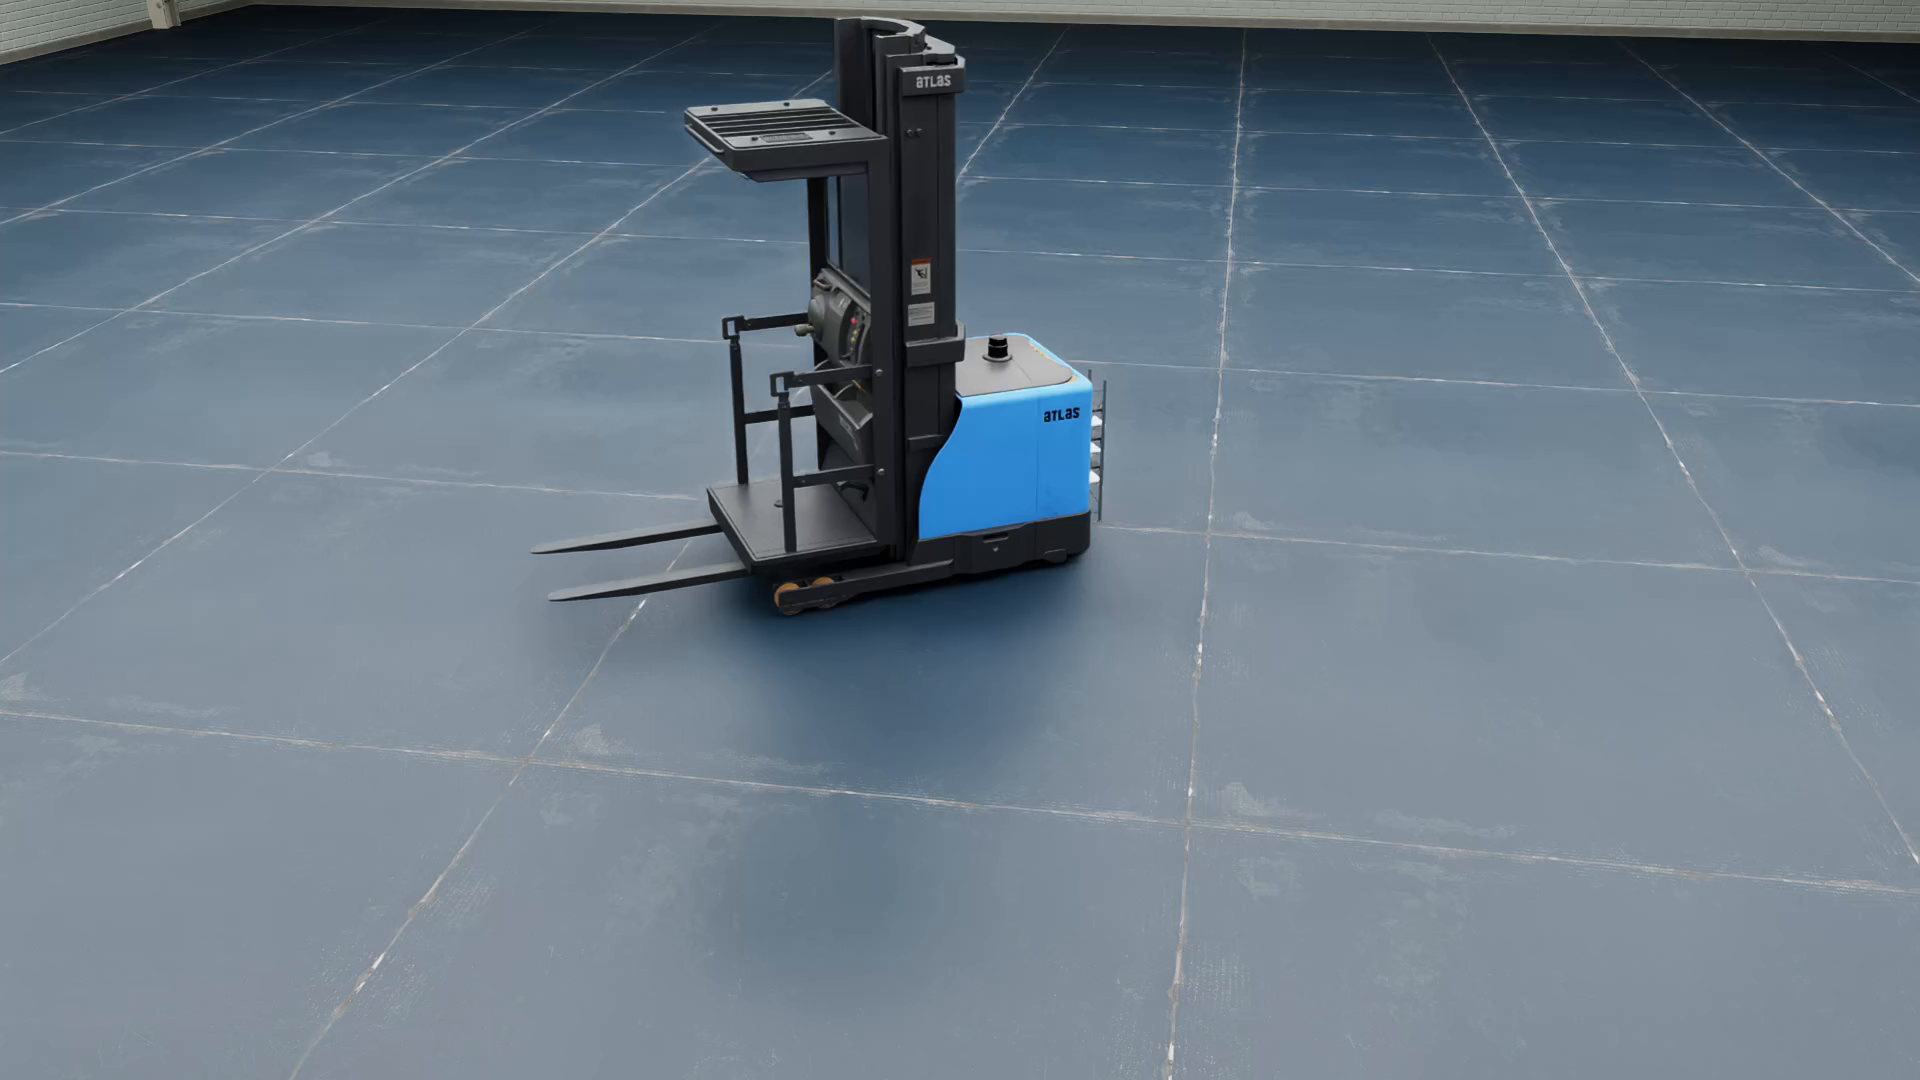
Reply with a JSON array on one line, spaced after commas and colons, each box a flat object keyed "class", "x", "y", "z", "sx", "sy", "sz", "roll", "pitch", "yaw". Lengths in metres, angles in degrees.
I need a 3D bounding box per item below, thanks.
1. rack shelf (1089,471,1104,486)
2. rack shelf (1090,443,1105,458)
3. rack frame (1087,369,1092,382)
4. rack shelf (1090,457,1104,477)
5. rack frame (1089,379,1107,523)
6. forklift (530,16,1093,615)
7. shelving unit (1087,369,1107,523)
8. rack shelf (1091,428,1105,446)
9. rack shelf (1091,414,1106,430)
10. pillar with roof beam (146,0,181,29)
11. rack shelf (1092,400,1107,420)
[{"class": "rack shelf", "x": 0.699, "y": -0.348, "z": 9.935, "sx": 0.258, "sy": 0.077, "sz": 0.200, "roll": -9, "pitch": 27, "yaw": -19}, {"class": "rack shelf", "x": 0.699, "y": -0.511, "z": 9.859, "sx": 0.258, "sy": 0.077, "sz": 0.200, "roll": -9, "pitch": 27, "yaw": -19}, {"class": "rack frame", "x": 0.662, "y": -0.581, "z": 9.930, "sx": 0.240, "sy": 0.900, "sz": 0.006, "roll": -9, "pitch": 27, "yaw": -19}, {"class": "rack shelf", "x": 0.699, "y": -0.430, "z": 9.897, "sx": 0.258, "sy": 0.077, "sz": 0.200, "roll": -9, "pitch": 27, "yaw": -19}, {"class": "rack frame", "x": 0.736, "y": -0.501, "z": 9.759, "sx": 0.240, "sy": 0.900, "sz": 0.006, "roll": -9, "pitch": 27, "yaw": -19}, {"class": "forklift", "x": -0.828, "y": -1.180, "z": 8.814, "sx": 3.031, "sy": 2.935, "sz": 1.130, "roll": -9, "pitch": 27, "yaw": -19}, {"class": "shelving unit", "x": 0.699, "y": -0.541, "z": 9.844, "sx": 0.258, "sy": 0.900, "sz": 0.210, "roll": -9, "pitch": 27, "yaw": -19}, {"class": "rack shelf", "x": 0.699, "y": -0.593, "z": 9.820, "sx": 0.258, "sy": 0.077, "sz": 0.200, "roll": -9, "pitch": 27, "yaw": -19}, {"class": "rack shelf", "x": 0.699, "y": -0.674, "z": 9.782, "sx": 0.258, "sy": 0.077, "sz": 0.200, "roll": -9, "pitch": 27, "yaw": -19}, {"class": "pillar with roof beam", "x": -9.410, "y": -12.608, "z": 26.071, "sx": 9.100, "sy": 9.000, "sz": 0.400, "roll": 4, "pitch": 25, "yaw": 9}, {"class": "rack shelf", "x": 0.700, "y": -0.756, "z": 9.744, "sx": 0.258, "sy": 0.077, "sz": 0.200, "roll": -9, "pitch": 27, "yaw": -19}]
